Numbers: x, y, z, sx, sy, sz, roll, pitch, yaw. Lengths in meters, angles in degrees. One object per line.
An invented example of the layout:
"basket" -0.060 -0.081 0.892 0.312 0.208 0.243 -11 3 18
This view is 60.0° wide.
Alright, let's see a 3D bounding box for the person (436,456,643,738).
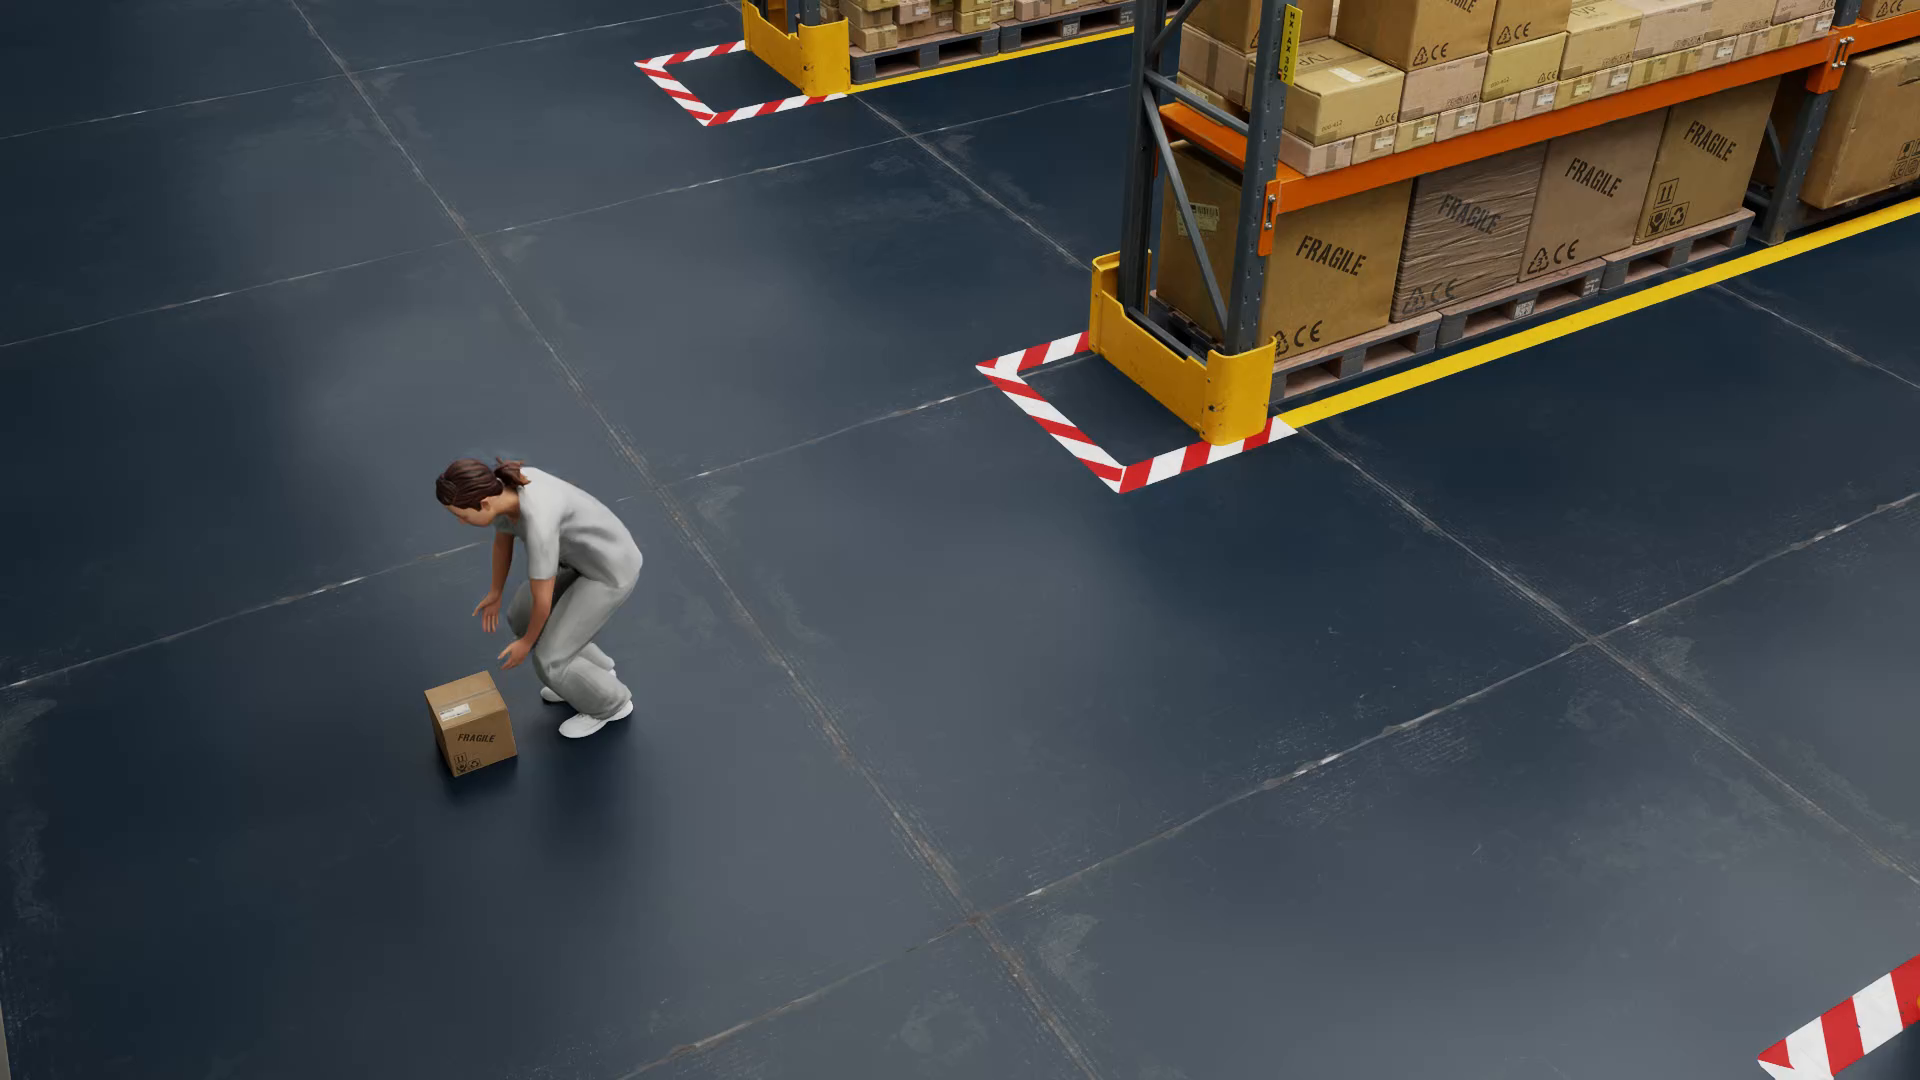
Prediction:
"person" -1.519 0.180 6.224 0.683 1.304 0.494 -19 41 -24
